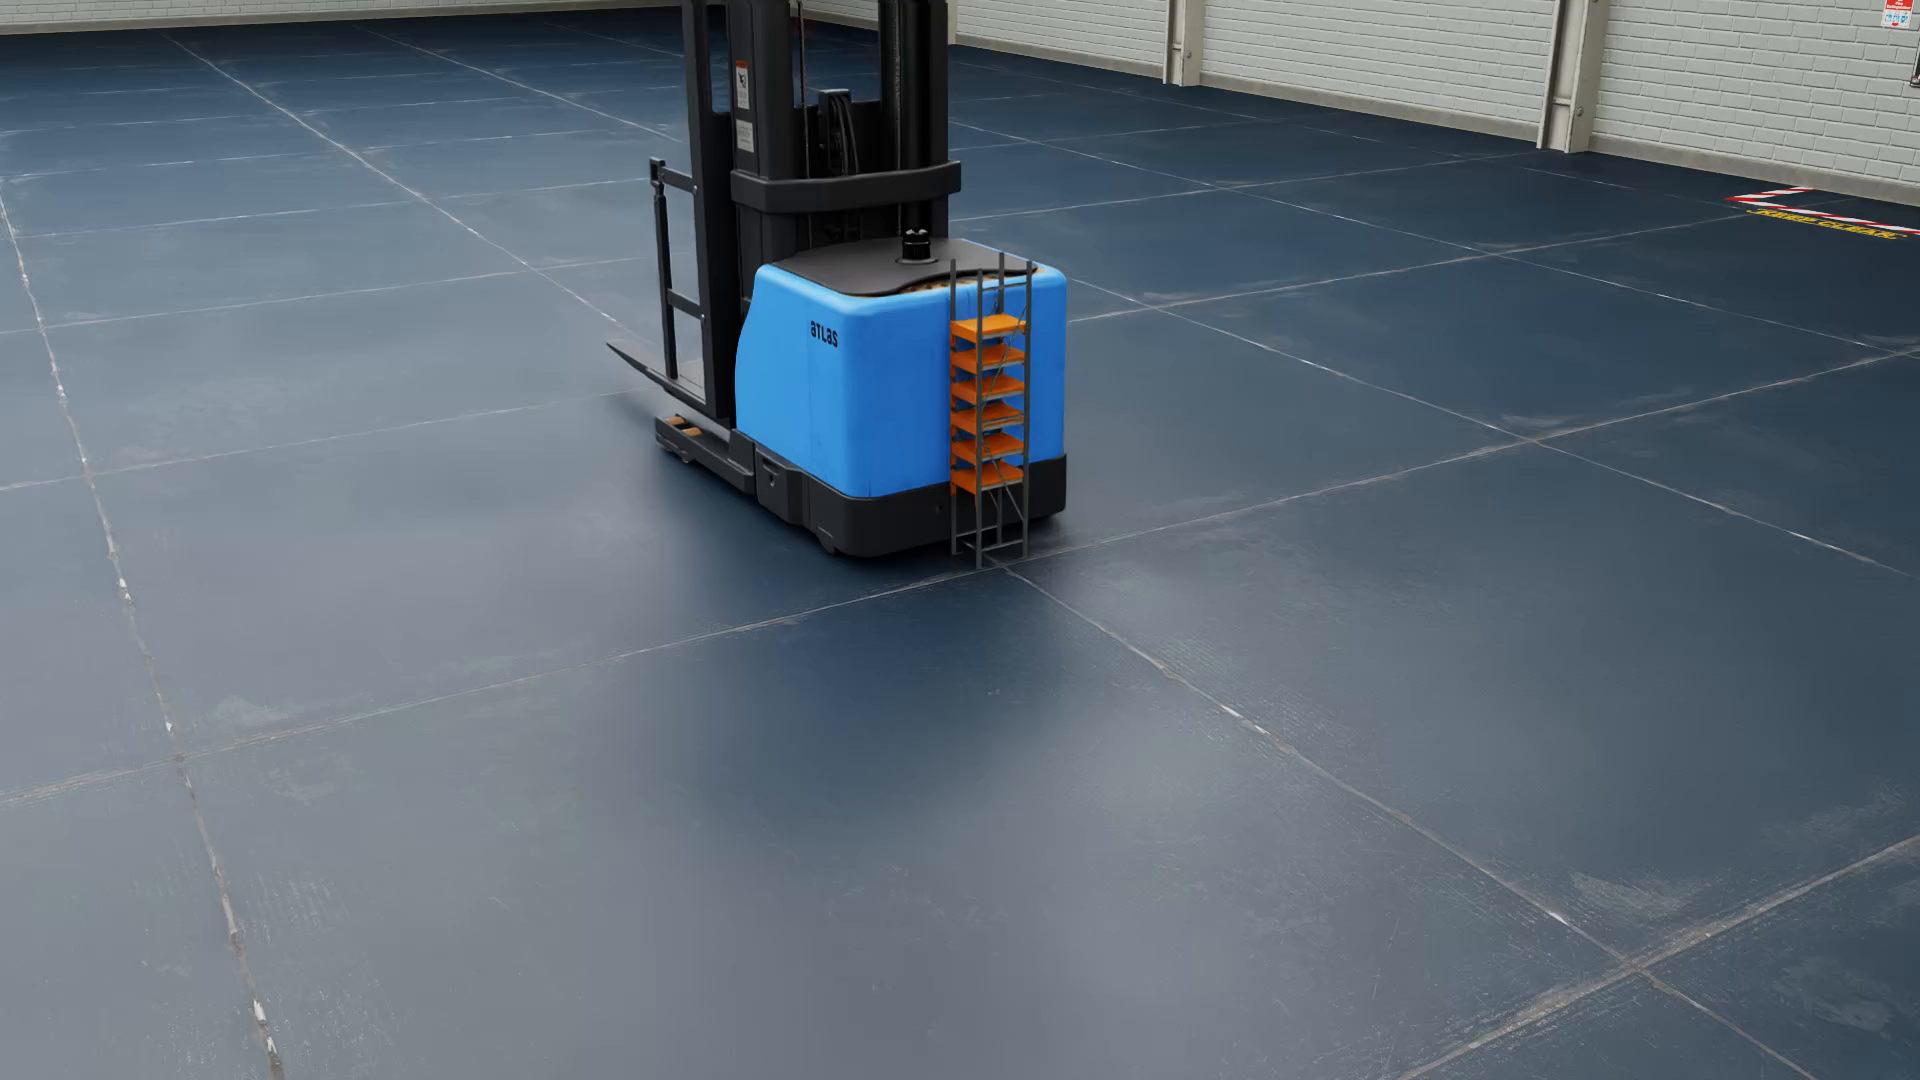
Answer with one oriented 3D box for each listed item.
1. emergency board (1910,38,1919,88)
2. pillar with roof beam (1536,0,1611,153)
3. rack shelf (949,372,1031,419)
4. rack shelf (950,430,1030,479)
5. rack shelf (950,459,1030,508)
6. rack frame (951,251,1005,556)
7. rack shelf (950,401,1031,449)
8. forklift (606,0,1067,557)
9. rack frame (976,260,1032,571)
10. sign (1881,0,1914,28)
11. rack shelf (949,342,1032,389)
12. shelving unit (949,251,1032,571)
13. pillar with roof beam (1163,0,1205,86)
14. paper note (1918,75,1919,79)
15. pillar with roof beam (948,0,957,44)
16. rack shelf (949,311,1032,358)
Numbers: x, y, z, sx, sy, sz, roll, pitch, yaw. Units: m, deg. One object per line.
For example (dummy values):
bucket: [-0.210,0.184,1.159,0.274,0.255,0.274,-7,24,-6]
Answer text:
emergency board: [7.705,-4.060,12.816,0.157,1.169,0.626,-13,25,-28]
pillar with roof beam: [2.157,-7.139,12.426,9.100,9.000,0.400,-13,25,-28]
rack shelf: [0.116,-0.558,6.389,0.258,0.103,0.180,-14,26,-30]
rack shelf: [0.116,-0.335,6.480,0.258,0.103,0.180,-14,26,-30]
rack shelf: [0.116,-0.224,6.525,0.258,0.103,0.180,-14,26,-30]
rack frame: [0.067,-0.517,6.489,0.240,1.200,0.006,-14,26,-30]
rack shelf: [0.116,-0.446,6.434,0.258,0.103,0.180,-14,26,-30]
forklift: [-0.776,-1.795,7.336,1.130,2.935,3.031,-14,26,-30]
rack frame: [0.166,-0.459,6.346,0.240,1.200,0.006,-14,26,-30]
sign: [7.500,-4.269,13.283,0.001,0.329,0.234,-13,25,-28]
rack shelf: [0.116,-0.669,6.344,0.258,0.103,0.180,-14,26,-30]
shelving unit: [0.116,-0.488,6.418,0.258,1.200,0.189,-14,26,-30]
pillar with roof beam: [-0.907,-9.082,17.204,9.100,9.000,0.400,-13,25,-28]
paper note: [7.663,-3.716,13.140,0.016,0.148,0.142,-13,25,-28]
pillar with roof beam: [-3.972,-11.024,21.983,9.100,9.000,0.400,-13,25,-28]
rack shelf: [0.116,-0.780,6.299,0.258,0.103,0.180,-14,26,-30]
